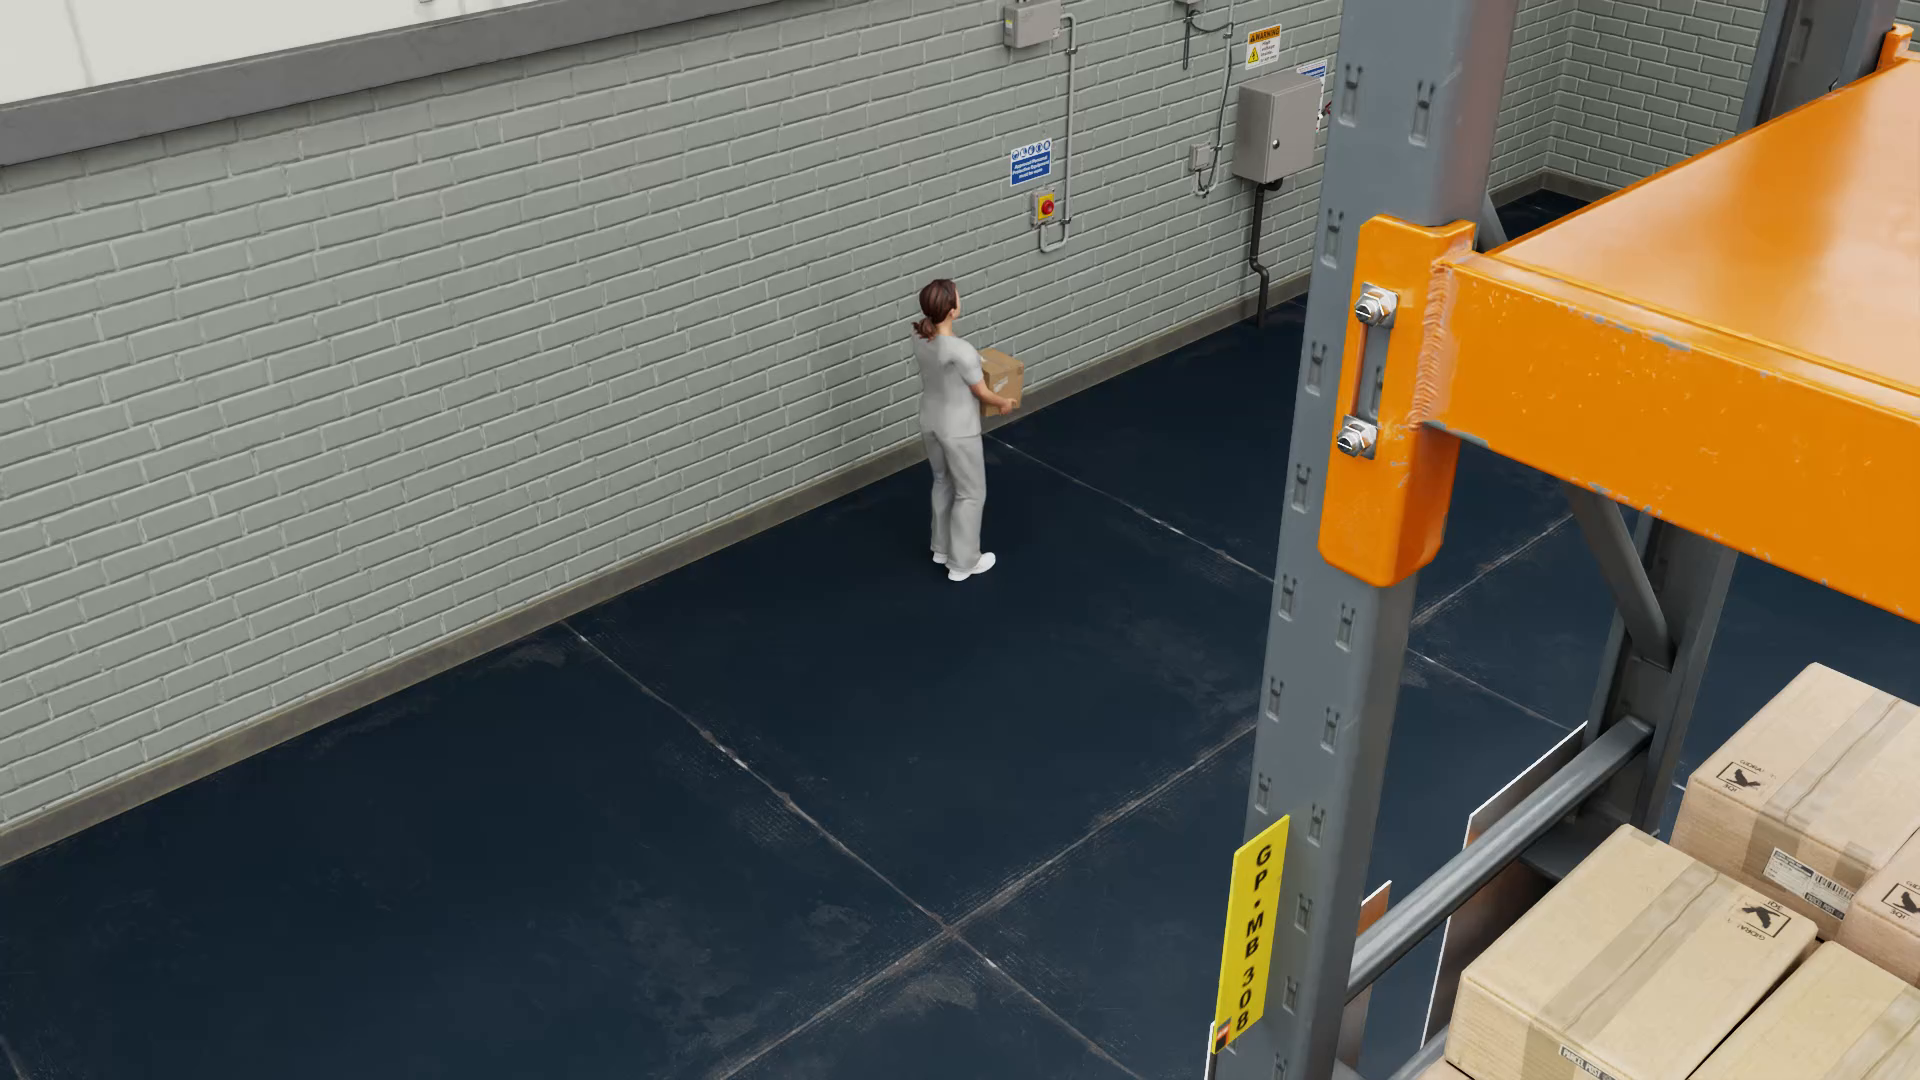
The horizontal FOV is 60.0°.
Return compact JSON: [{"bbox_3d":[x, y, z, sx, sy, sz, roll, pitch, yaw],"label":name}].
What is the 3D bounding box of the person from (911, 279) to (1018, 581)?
[{"bbox_3d":[0.001,-0.598,8.604,0.548,1.667,0.447,-26,40,-35],"label":"person"}]
